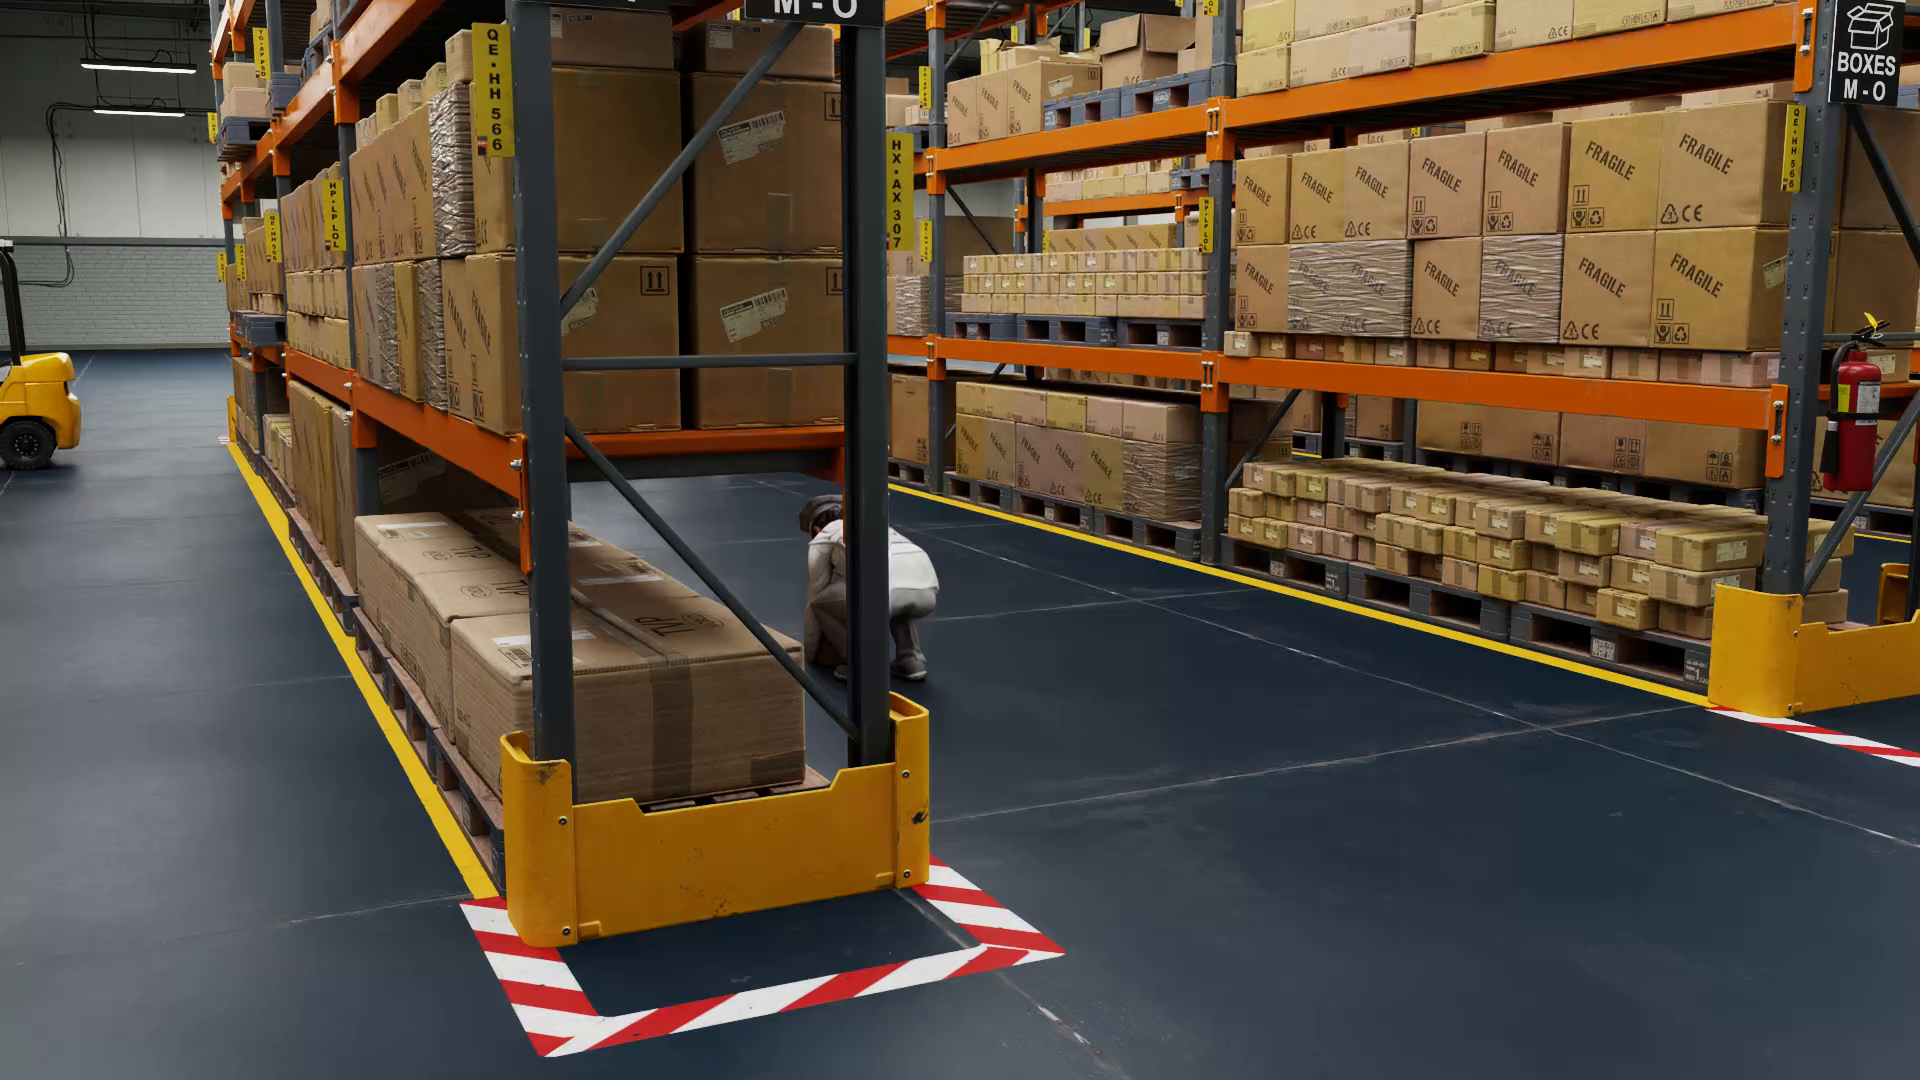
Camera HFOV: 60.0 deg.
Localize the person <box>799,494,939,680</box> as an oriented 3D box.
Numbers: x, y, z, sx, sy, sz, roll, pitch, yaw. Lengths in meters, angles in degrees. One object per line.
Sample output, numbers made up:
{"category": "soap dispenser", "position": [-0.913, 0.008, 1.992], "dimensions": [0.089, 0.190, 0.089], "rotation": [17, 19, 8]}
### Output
{"category": "person", "position": [-0.425, 0.242, 7.435], "dimensions": [0.468, 0.829, 0.884], "rotation": [-4, 10, -27]}
